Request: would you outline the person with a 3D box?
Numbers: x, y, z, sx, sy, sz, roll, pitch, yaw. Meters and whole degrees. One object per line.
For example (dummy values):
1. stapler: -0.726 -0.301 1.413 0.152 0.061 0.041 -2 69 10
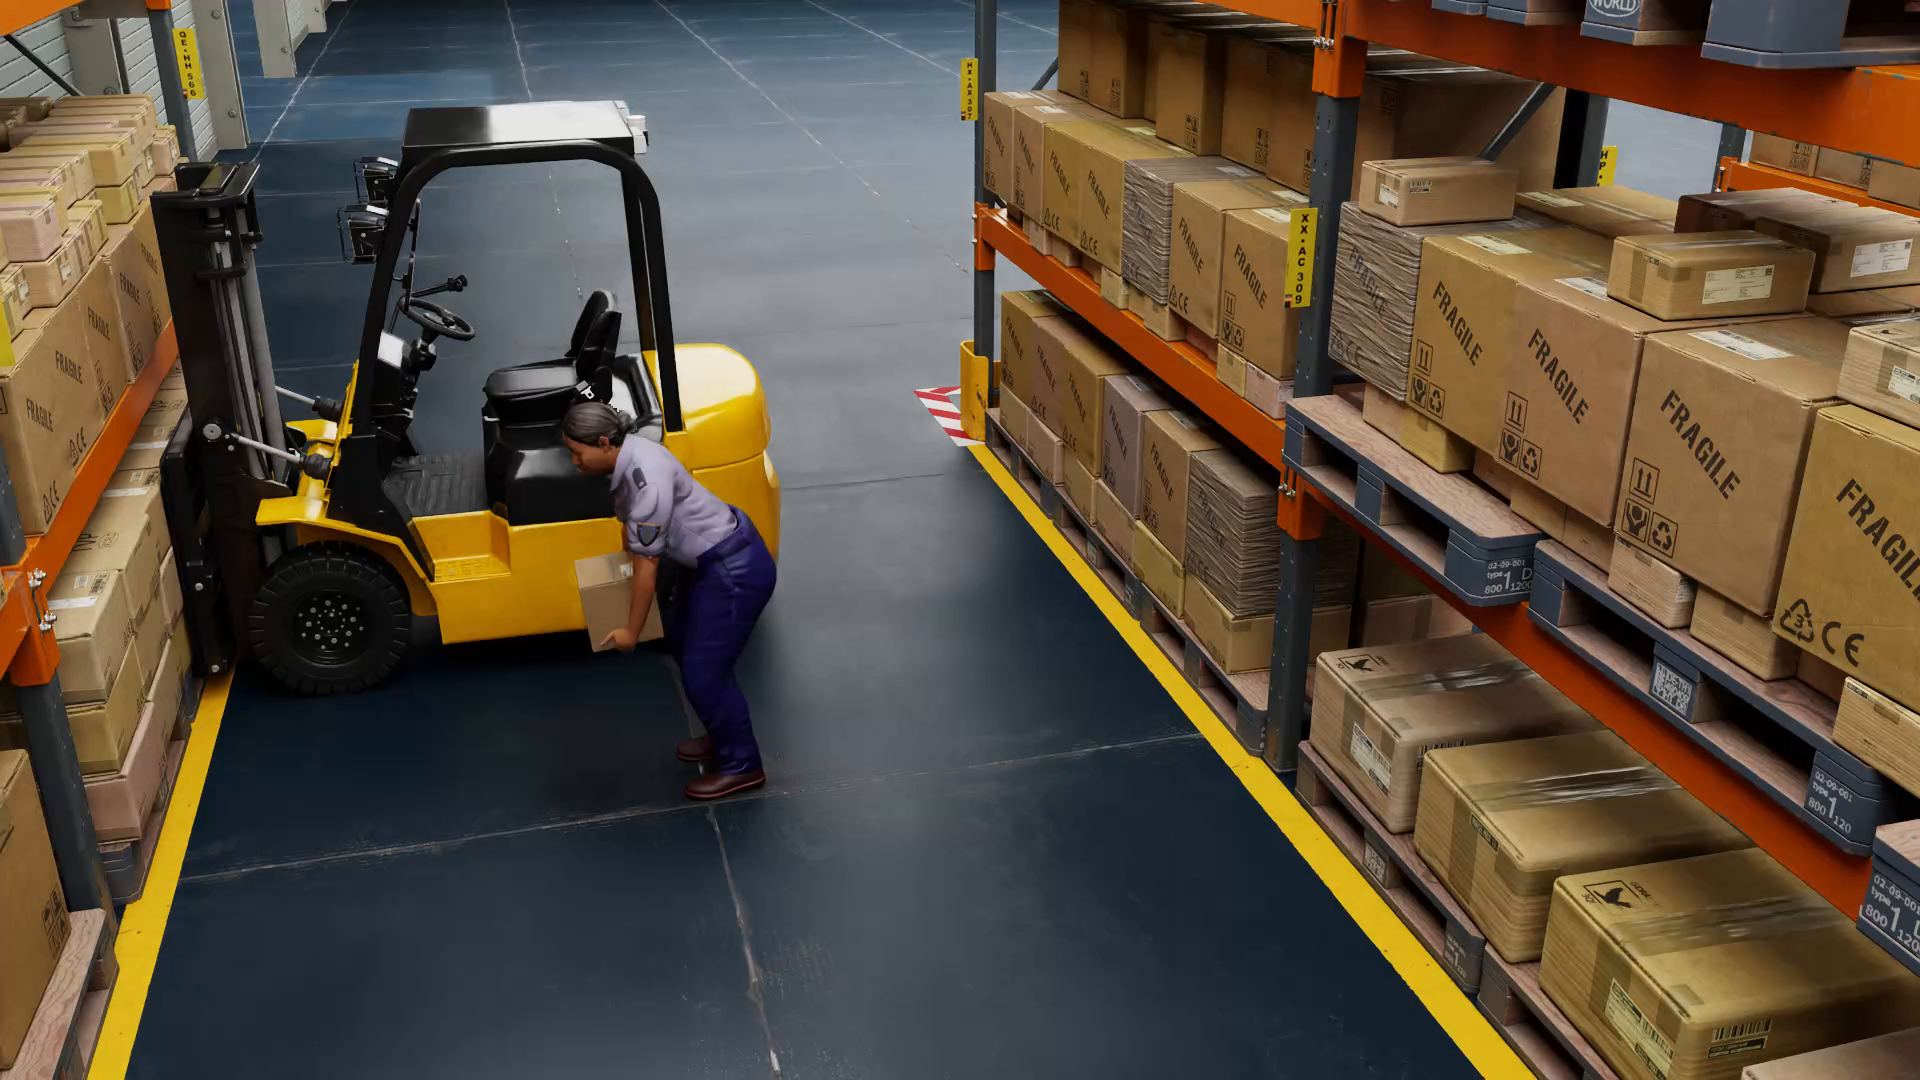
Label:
1. person: -0.999 0.193 5.885 0.684 1.482 0.450 -7 24 -15
